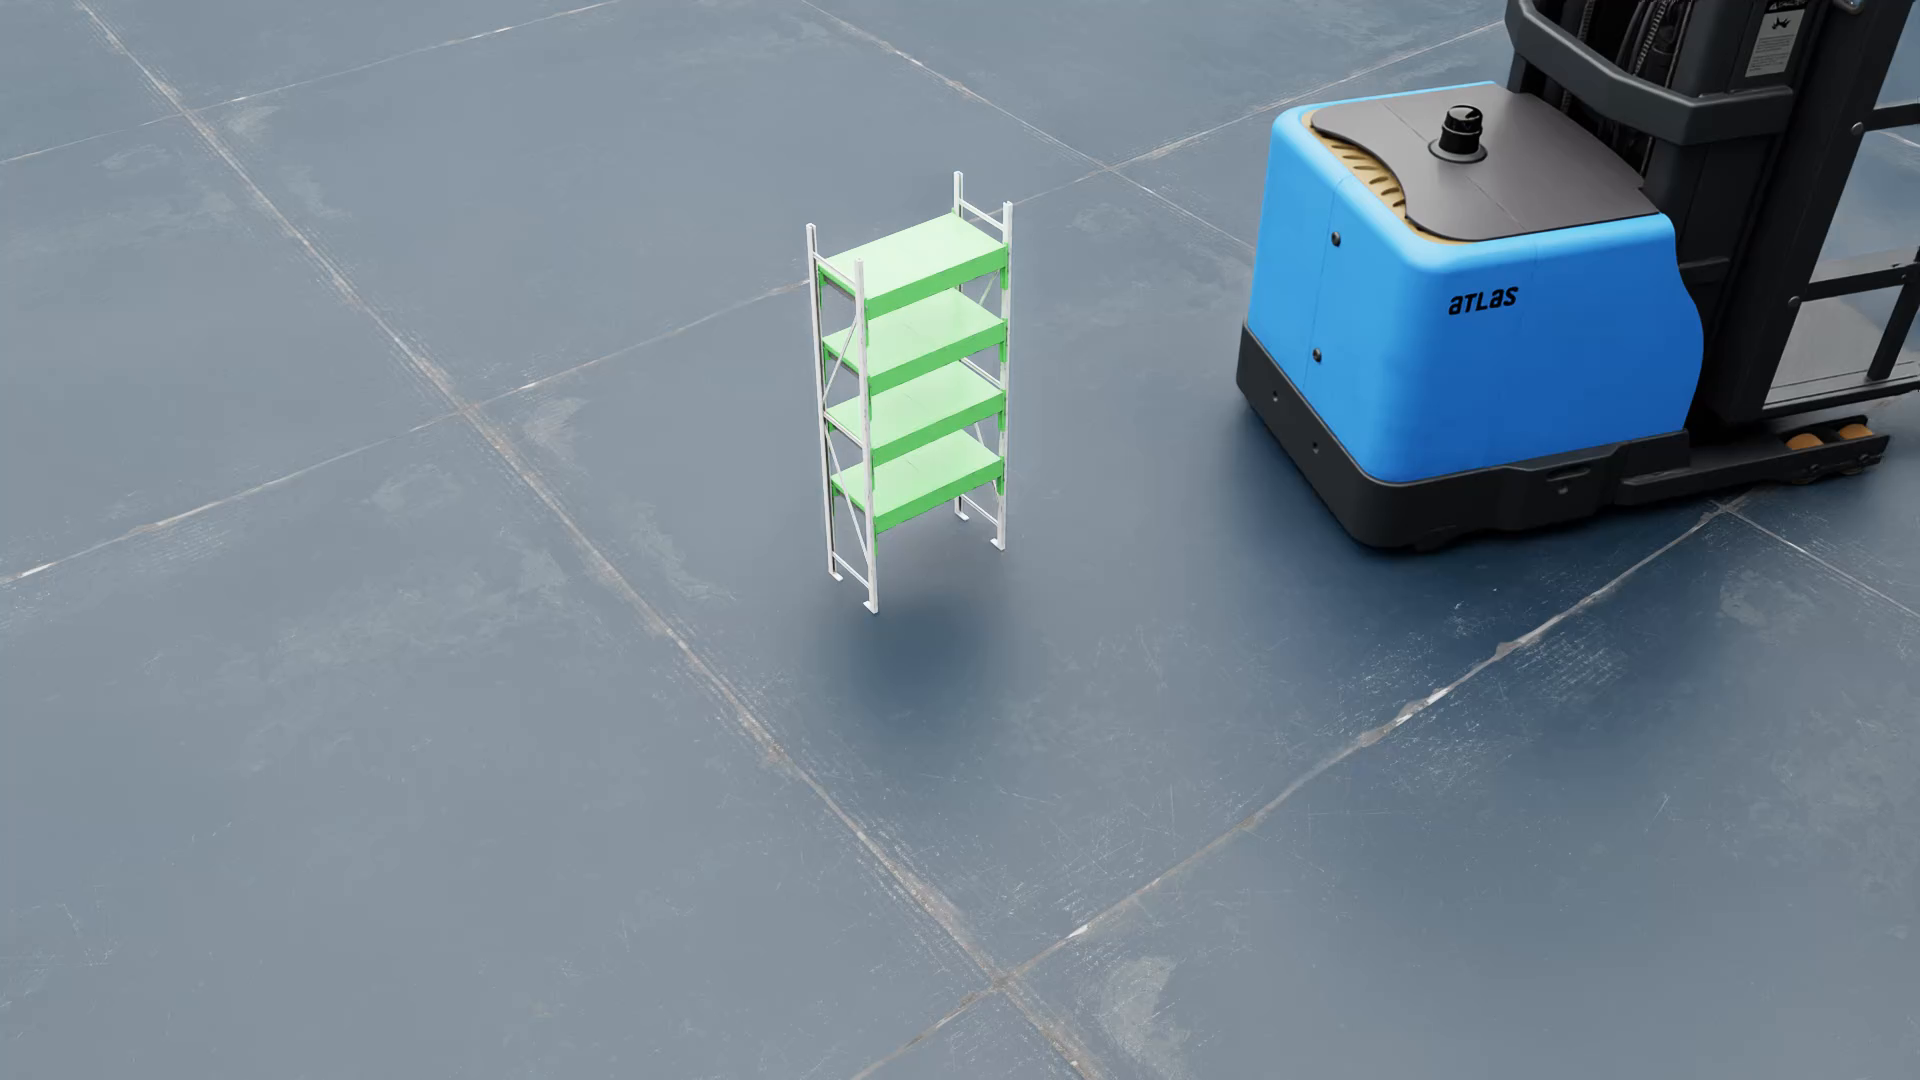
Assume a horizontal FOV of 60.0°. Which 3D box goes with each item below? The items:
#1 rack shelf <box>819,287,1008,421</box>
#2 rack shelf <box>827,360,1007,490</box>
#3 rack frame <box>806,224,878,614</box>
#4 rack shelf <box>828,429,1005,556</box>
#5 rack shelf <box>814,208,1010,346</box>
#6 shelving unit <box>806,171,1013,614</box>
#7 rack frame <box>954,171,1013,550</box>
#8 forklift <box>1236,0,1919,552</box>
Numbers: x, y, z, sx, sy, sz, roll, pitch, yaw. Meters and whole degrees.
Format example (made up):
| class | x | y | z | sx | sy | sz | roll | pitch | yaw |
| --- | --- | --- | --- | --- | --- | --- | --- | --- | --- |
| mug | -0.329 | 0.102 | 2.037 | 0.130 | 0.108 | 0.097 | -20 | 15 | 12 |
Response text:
| class | x | y | z | sx | sy | sz | roll | pitch | yaw |
| --- | --- | --- | --- | --- | --- | --- | --- | --- | --- |
| rack shelf | -0.131 | -0.536 | 4.680 | 0.480 | 0.148 | 0.258 | -26 | 46 | -28 |
| rack shelf | -0.131 | -0.351 | 4.832 | 0.480 | 0.148 | 0.258 | -26 | 46 | -28 |
| rack frame | -0.325 | -0.306 | 4.677 | 0.015 | 1.200 | 0.240 | -26 | 46 | -28 |
| rack shelf | -0.131 | -0.165 | 4.984 | 0.480 | 0.148 | 0.258 | -26 | 46 | -28 |
| rack shelf | -0.131 | -0.722 | 4.528 | 0.480 | 0.148 | 0.258 | -26 | 46 | -28 |
| shelving unit | -0.131 | -0.400 | 4.791 | 0.503 | 1.200 | 0.258 | -26 | 46 | -28 |
| rack frame | 0.062 | -0.494 | 4.906 | 0.015 | 1.200 | 0.240 | -26 | 46 | -28 |
| forklift | 2.539 | -1.627 | 4.922 | 3.031 | 2.935 | 1.130 | -11 | 41 | -13 |
